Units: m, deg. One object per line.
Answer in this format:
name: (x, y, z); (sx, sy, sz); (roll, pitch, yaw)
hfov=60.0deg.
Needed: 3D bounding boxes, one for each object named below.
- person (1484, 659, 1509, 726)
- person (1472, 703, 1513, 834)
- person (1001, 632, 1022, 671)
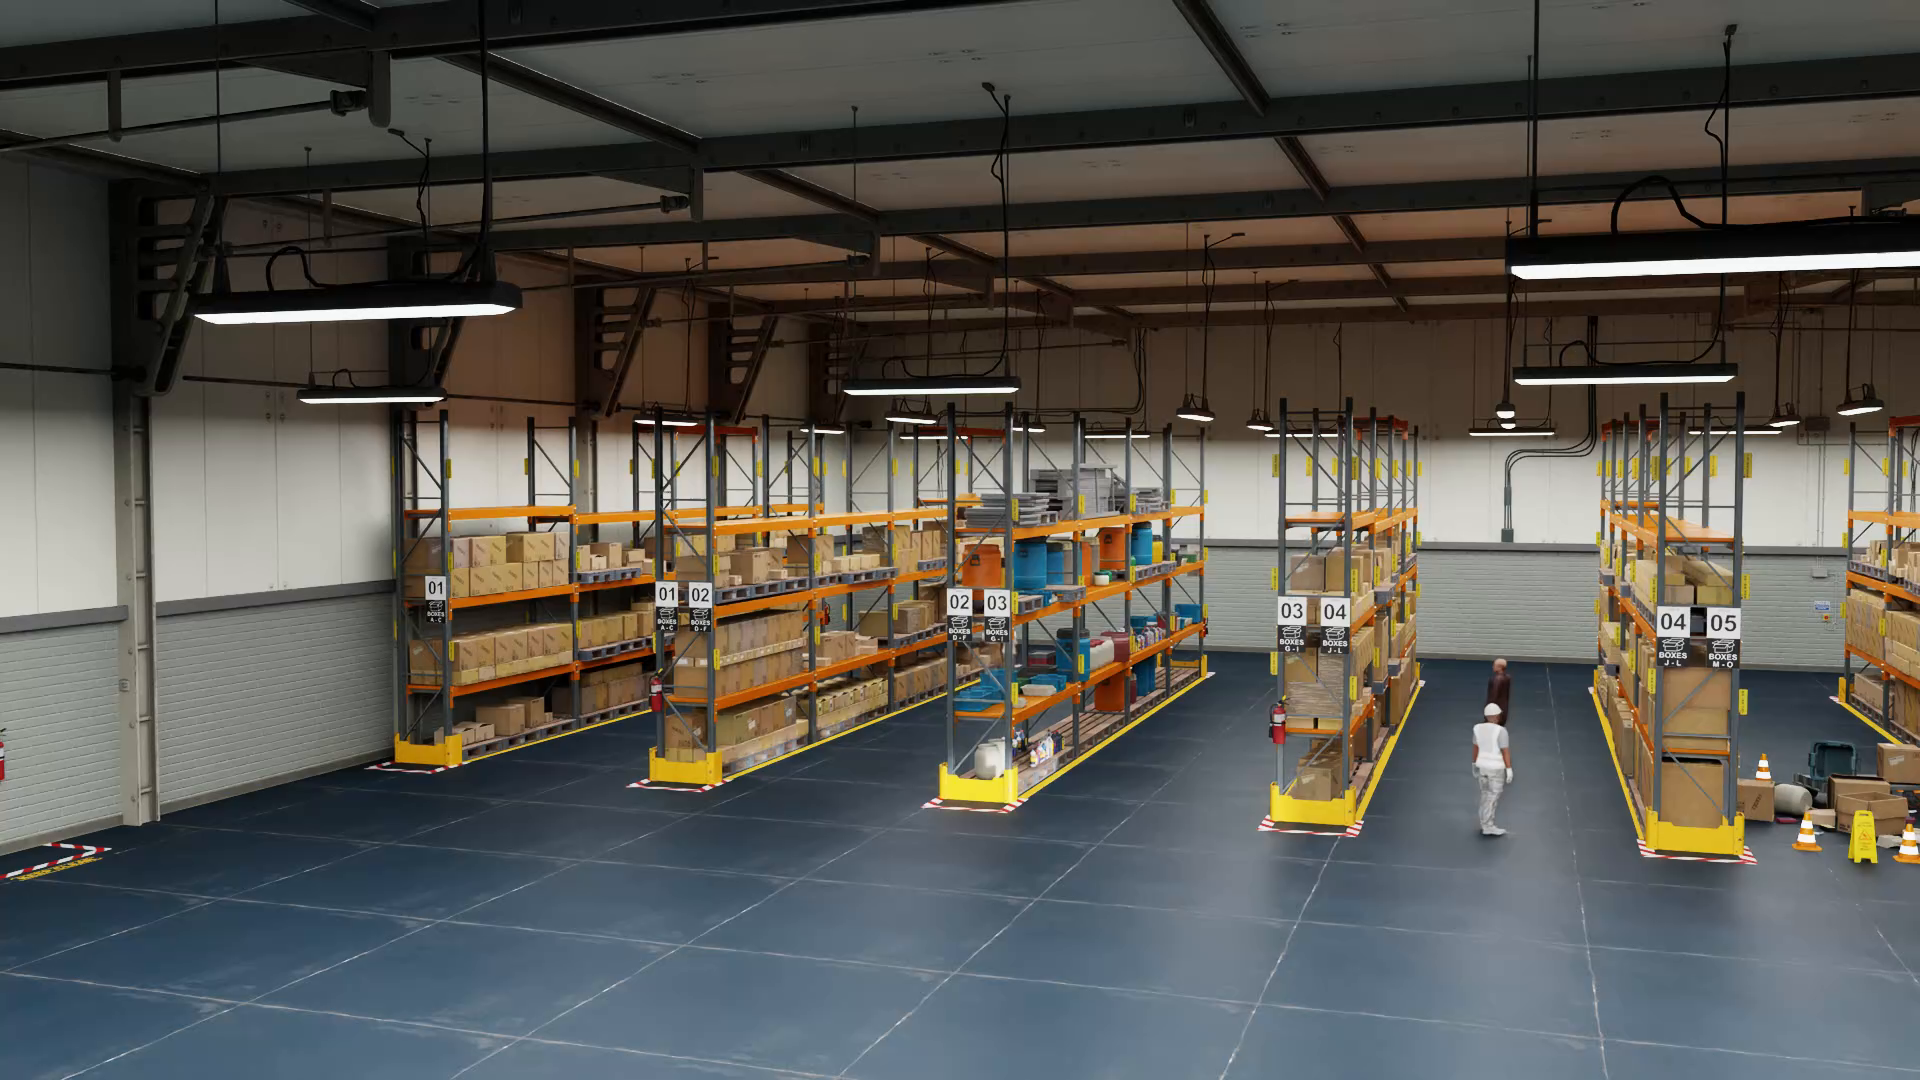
person: (9.088, 2.905, 28.450); (0.605, 1.778, 0.676); (-2, 3, -36)
person: (7.366, 3.135, 22.839); (0.519, 1.796, 0.615); (-1, 3, -27)
person: (1.148, 2.565, 37.006); (0.475, 1.700, 0.452); (-1, 3, -24)
